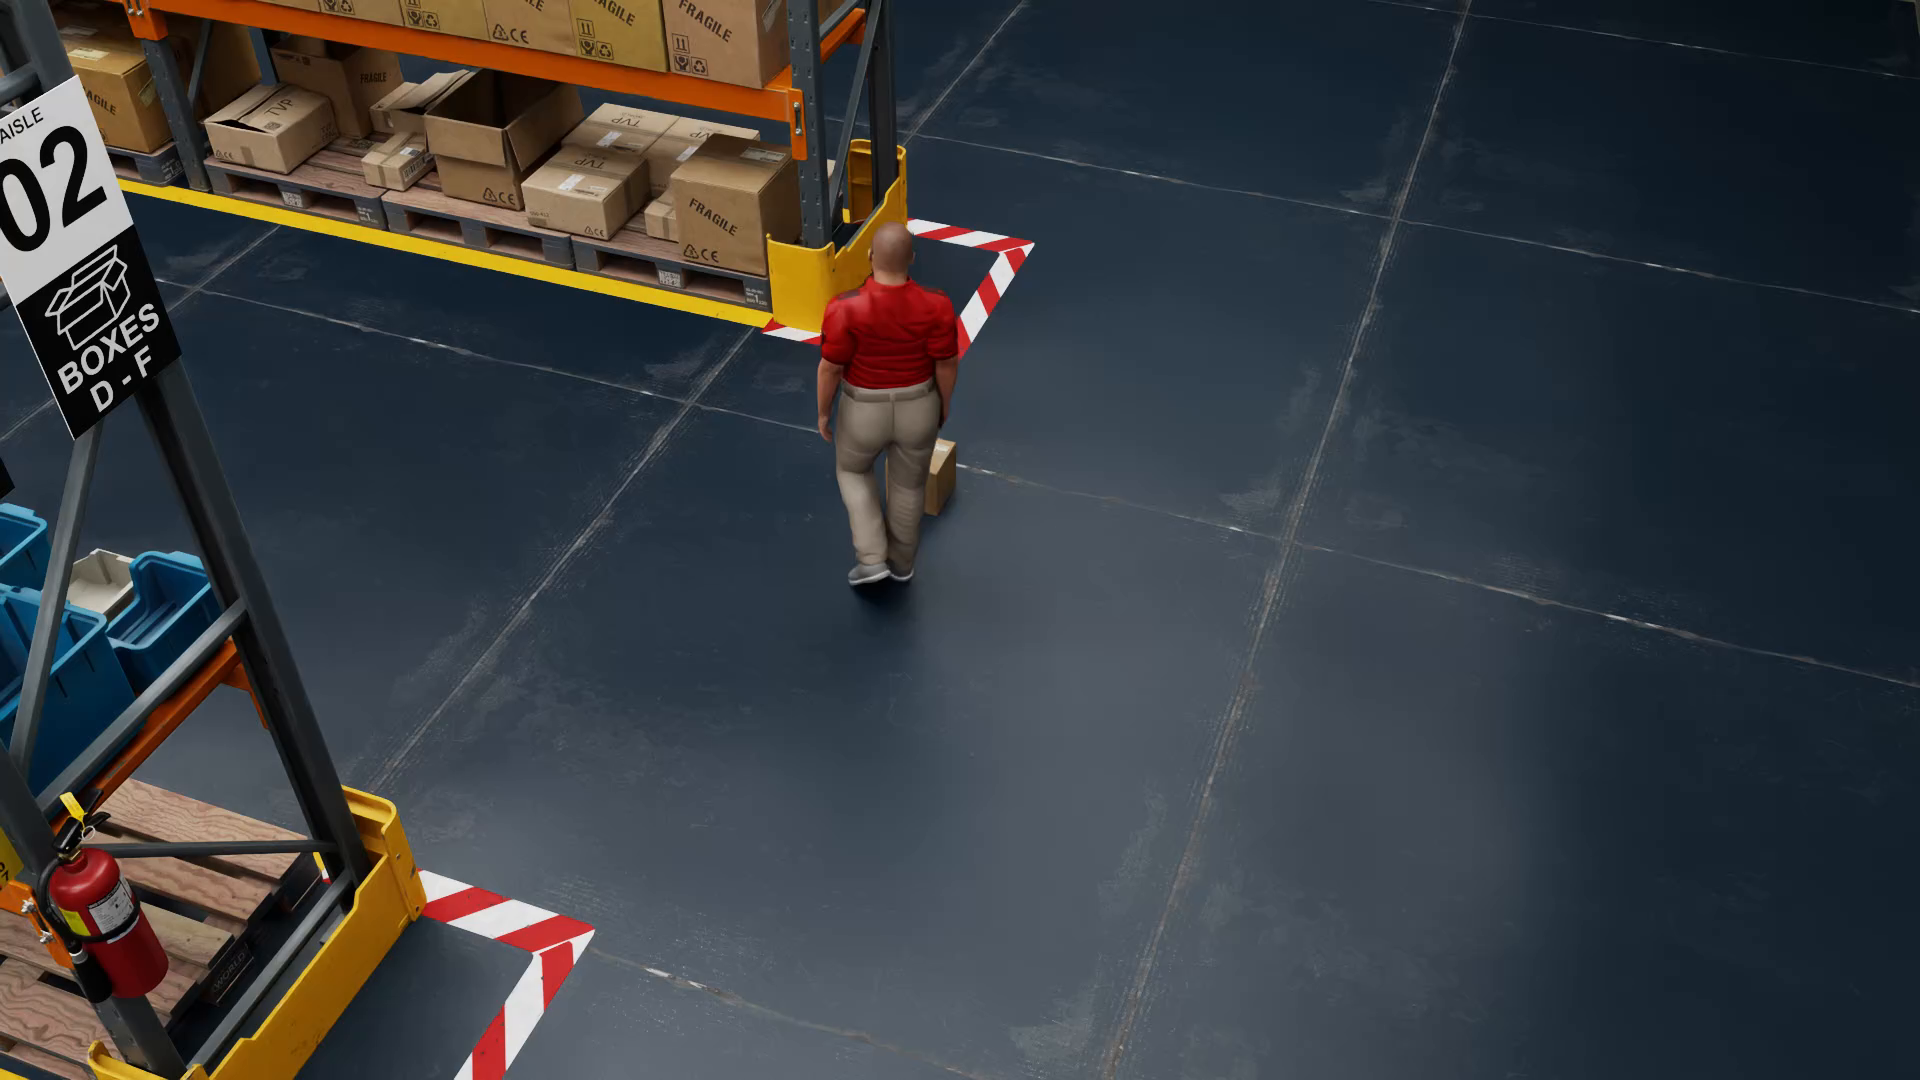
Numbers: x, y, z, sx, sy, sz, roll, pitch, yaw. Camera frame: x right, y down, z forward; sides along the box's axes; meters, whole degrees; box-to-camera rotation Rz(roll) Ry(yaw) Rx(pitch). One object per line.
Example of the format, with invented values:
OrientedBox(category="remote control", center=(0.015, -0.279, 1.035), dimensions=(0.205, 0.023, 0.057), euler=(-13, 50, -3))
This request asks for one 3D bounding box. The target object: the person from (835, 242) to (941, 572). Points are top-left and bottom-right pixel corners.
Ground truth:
OrientedBox(category="person", center=(-0.296, -0.516, 6.757), dimensions=(0.436, 1.569, 0.395), euler=(-5, 41, -6))
